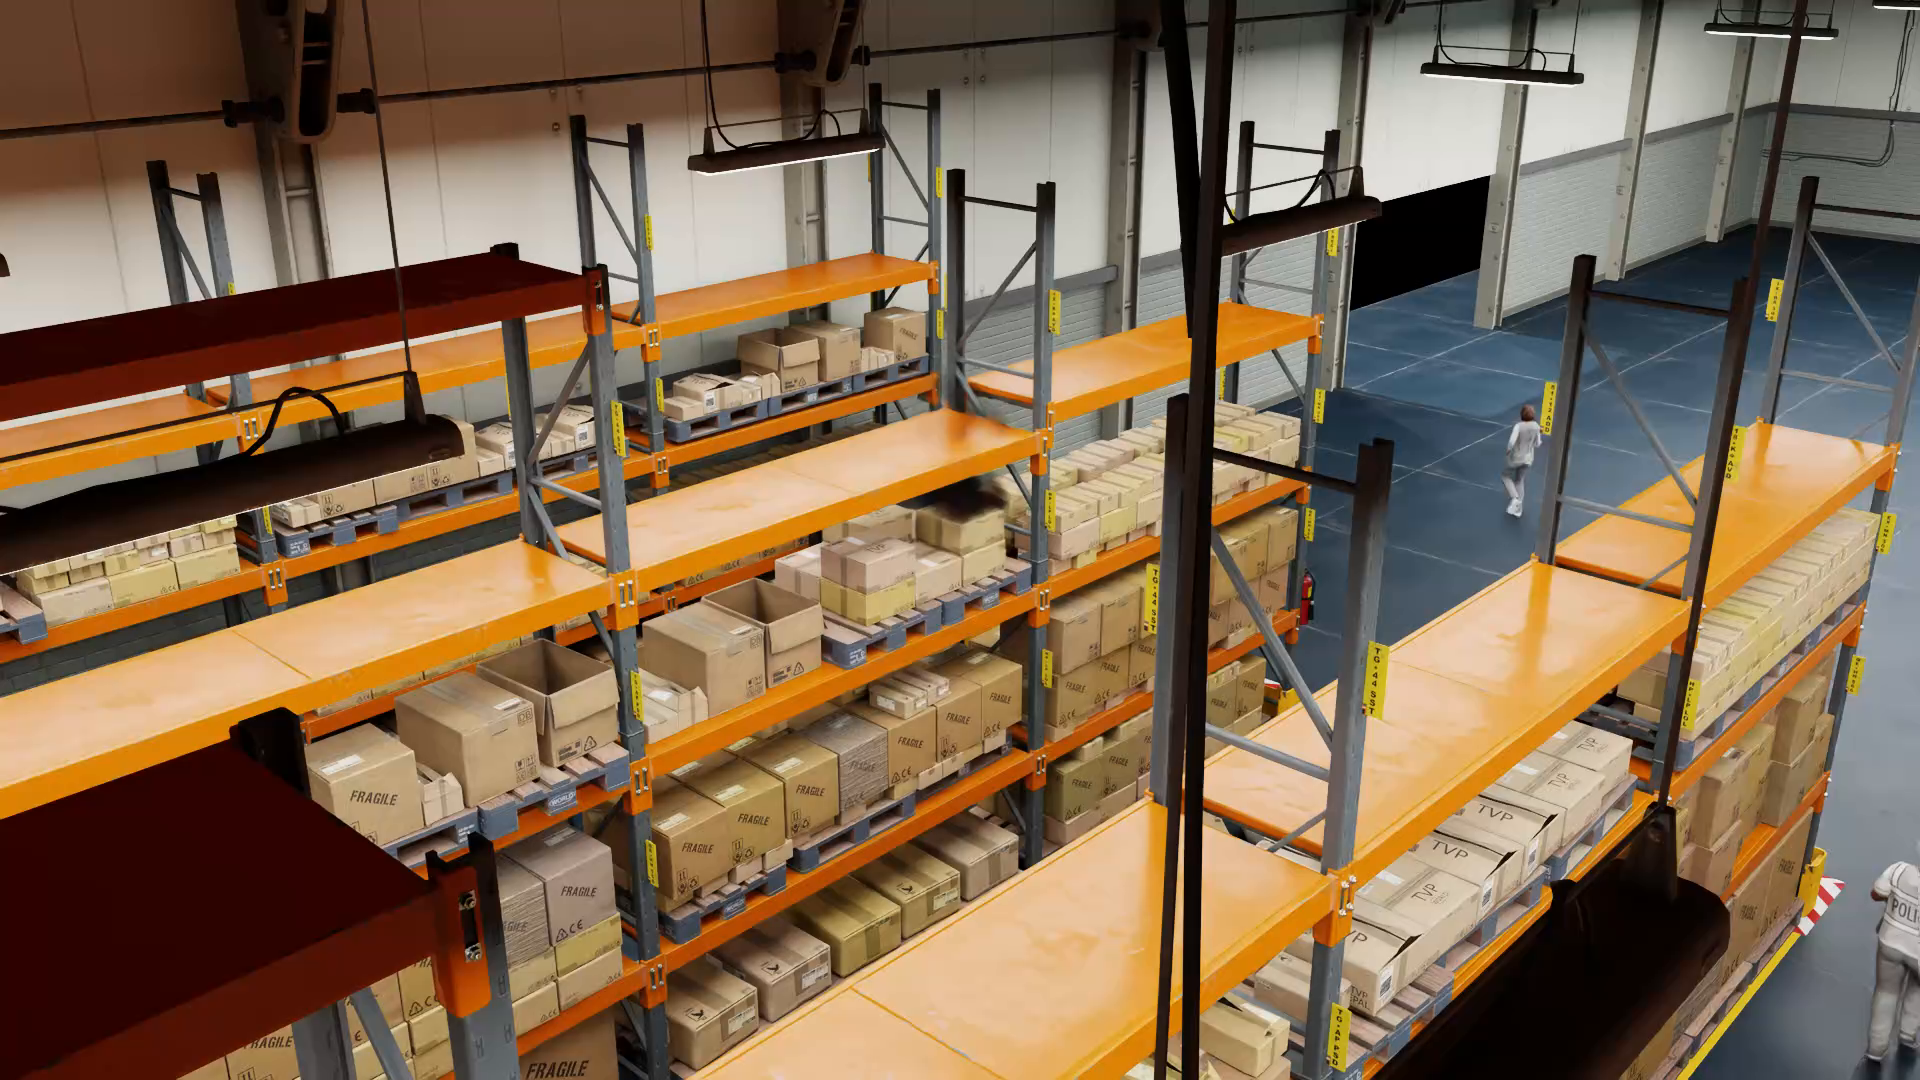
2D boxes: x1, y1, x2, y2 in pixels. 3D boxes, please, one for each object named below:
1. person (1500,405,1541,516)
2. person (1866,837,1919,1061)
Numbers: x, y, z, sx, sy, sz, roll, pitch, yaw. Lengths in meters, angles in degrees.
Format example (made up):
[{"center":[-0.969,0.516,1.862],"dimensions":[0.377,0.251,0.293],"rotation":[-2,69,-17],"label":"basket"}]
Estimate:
[{"center":[7.618,-1.109,22.716],"dimensions":[0.525,1.549,0.532],"rotation":[-2,21,-6],"label":"person"},{"center":[6.855,2.953,12.031],"dimensions":[0.624,1.859,0.777],"rotation":[18,28,39],"label":"person"}]
